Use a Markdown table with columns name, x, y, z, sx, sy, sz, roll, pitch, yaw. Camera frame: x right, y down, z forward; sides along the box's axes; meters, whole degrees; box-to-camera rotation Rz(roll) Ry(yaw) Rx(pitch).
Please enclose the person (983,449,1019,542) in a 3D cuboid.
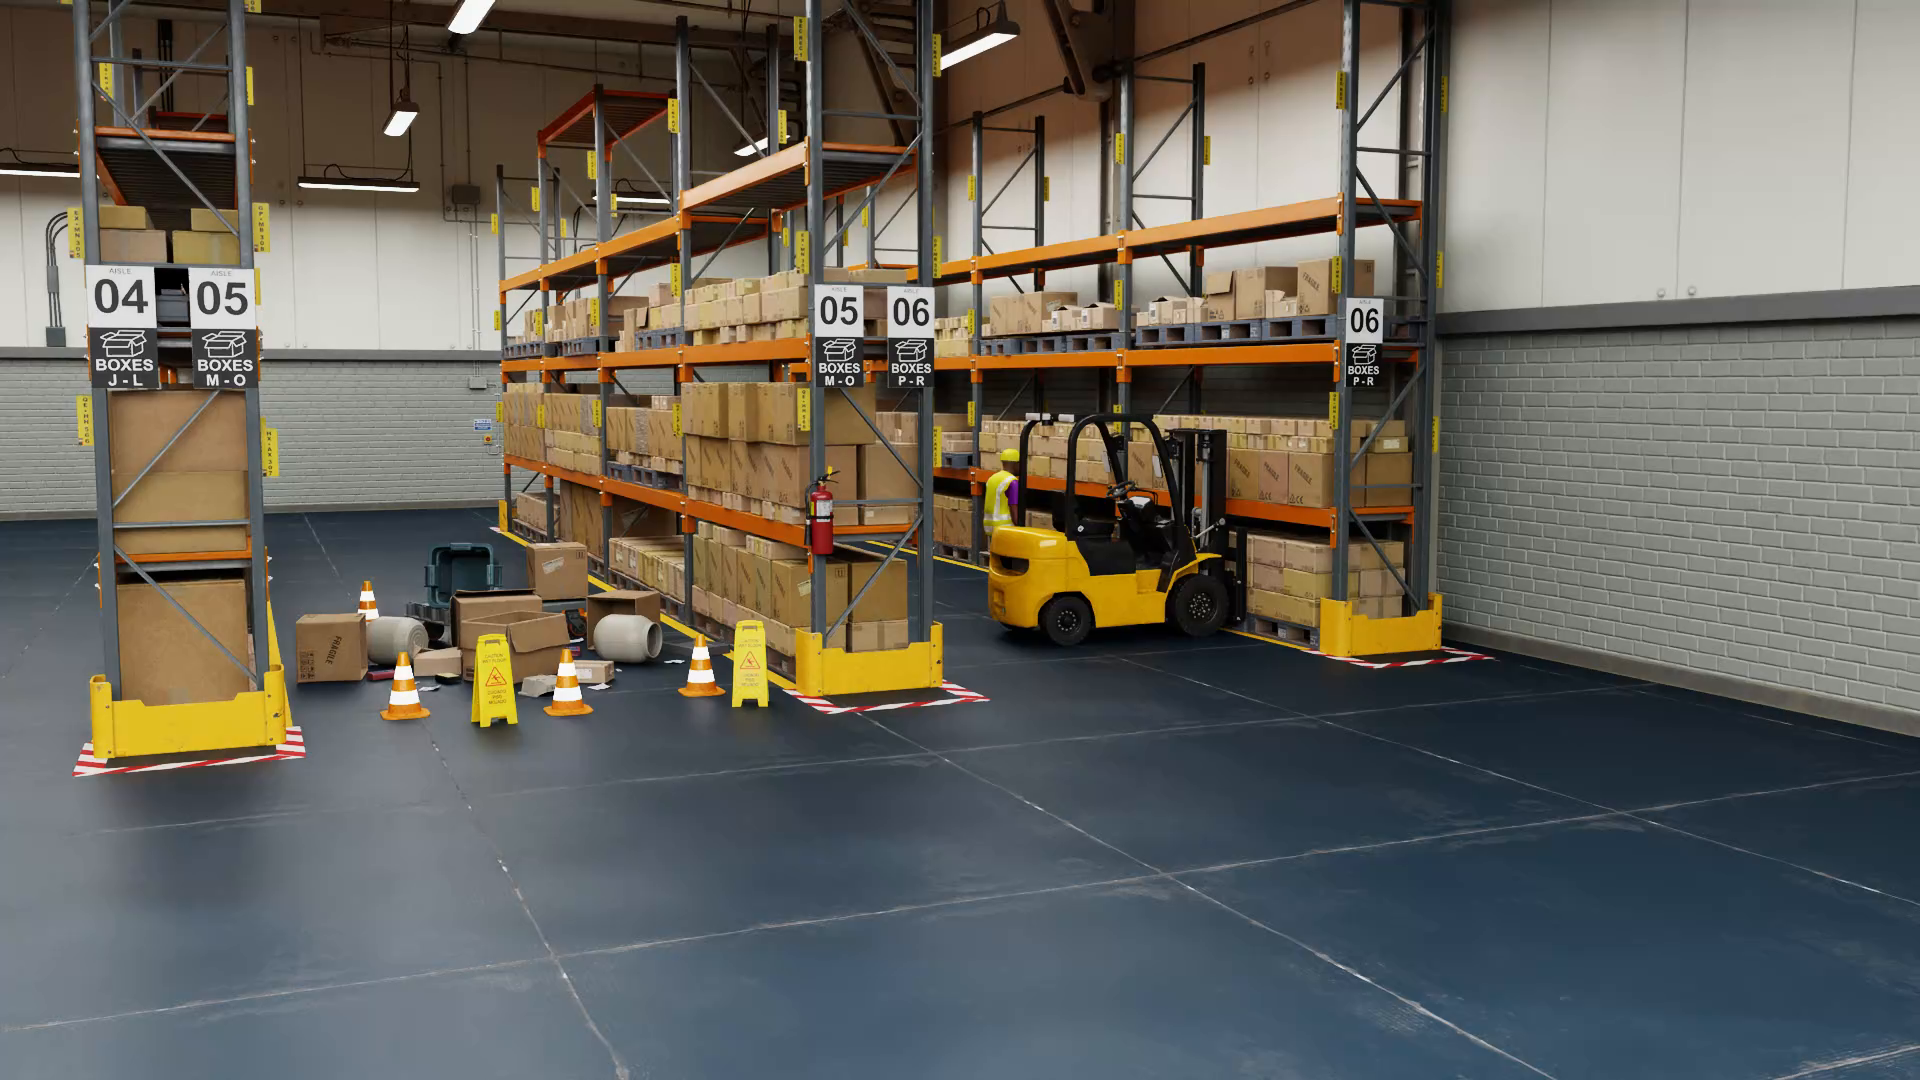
| name | x | y | z | sx | sy | sz | roll | pitch | yaw |
| --- | --- | --- | --- | --- | --- | --- | --- | --- | --- |
| person | 0.496 | -0.082 | 17.548 | 0.457 | 1.760 | 0.635 | -3 | 6 | -27 |
